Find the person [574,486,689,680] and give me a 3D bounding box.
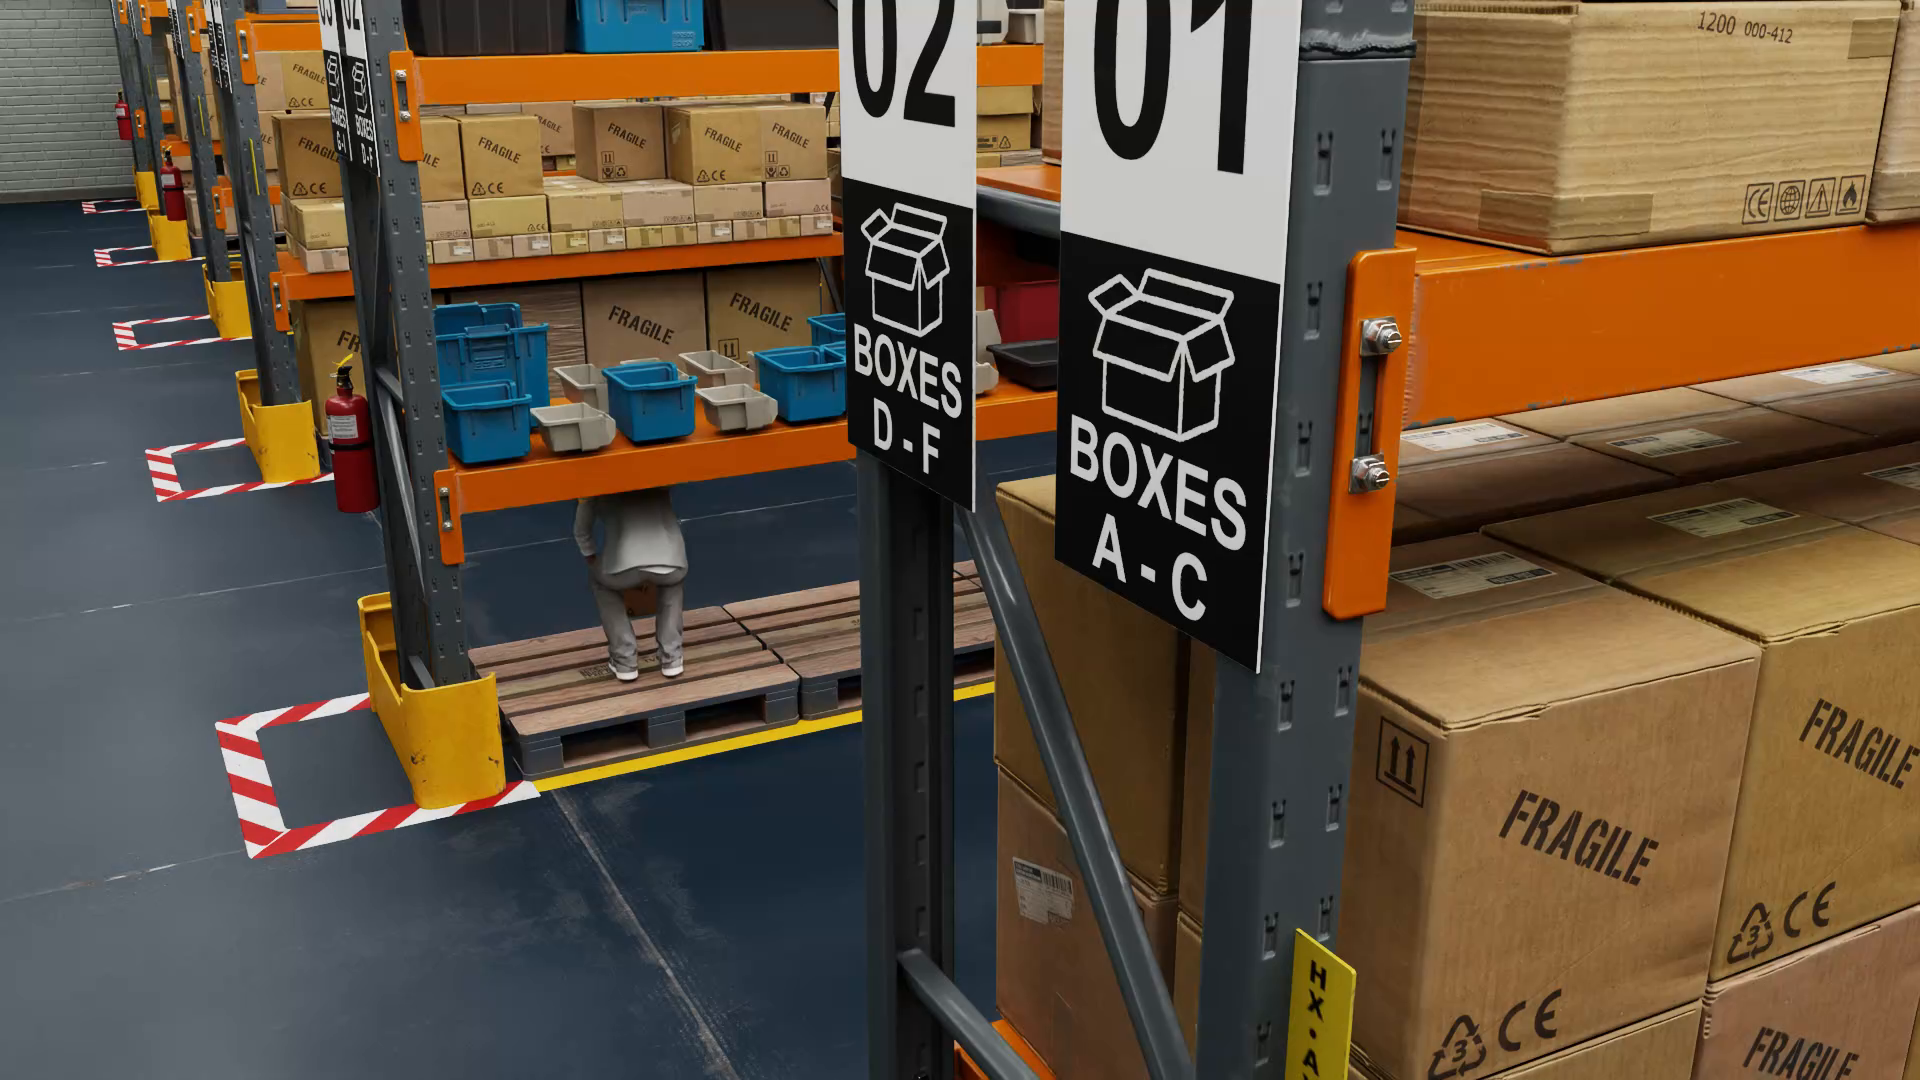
[{"bbox_3d":[-1.402,0.063,7.109,0.454,1.044,0.765,-5,19,-15],"label":"person"}]
